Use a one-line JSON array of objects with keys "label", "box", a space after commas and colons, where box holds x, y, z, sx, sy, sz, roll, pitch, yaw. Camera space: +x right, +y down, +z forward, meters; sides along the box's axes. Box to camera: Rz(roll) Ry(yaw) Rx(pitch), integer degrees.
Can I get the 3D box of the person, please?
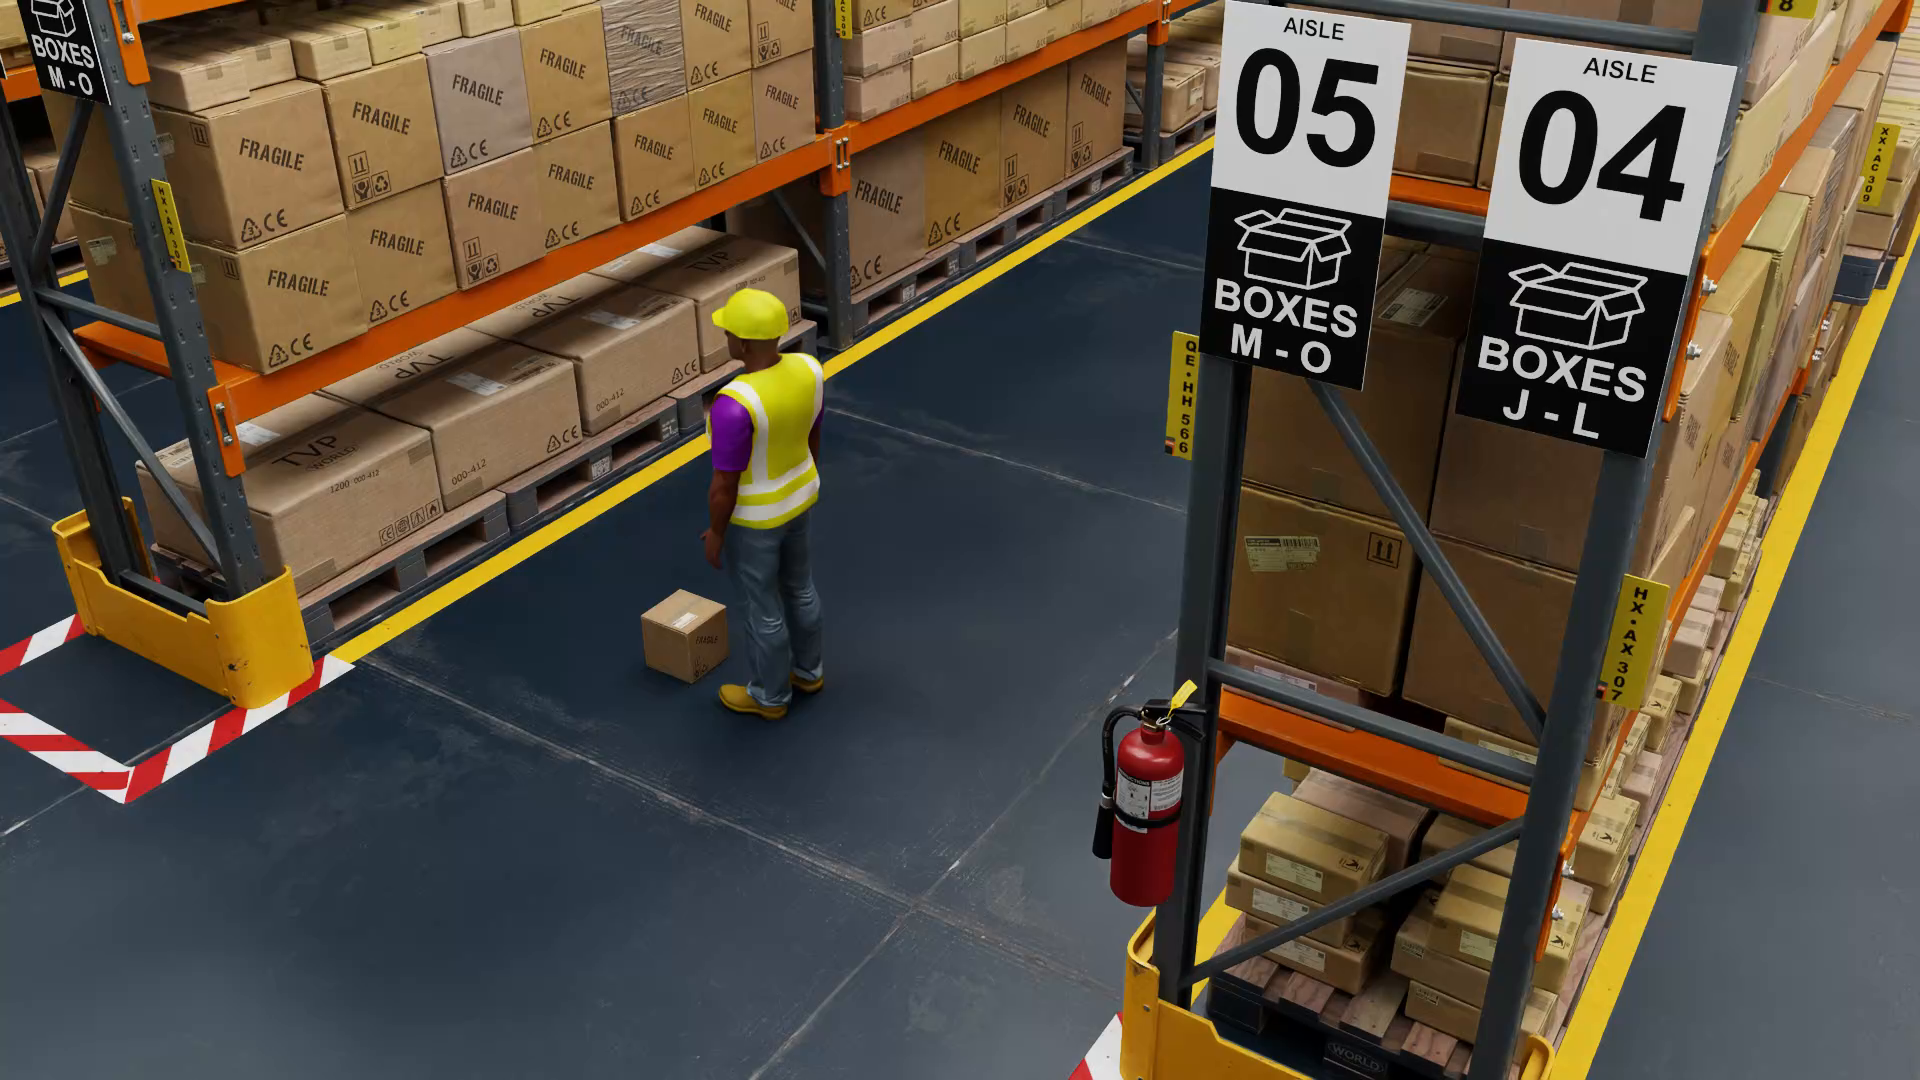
[{"label": "person", "box": [-0.750, -0.116, 6.304, 0.380, 1.782, 0.575, 18, 35, 28]}]
